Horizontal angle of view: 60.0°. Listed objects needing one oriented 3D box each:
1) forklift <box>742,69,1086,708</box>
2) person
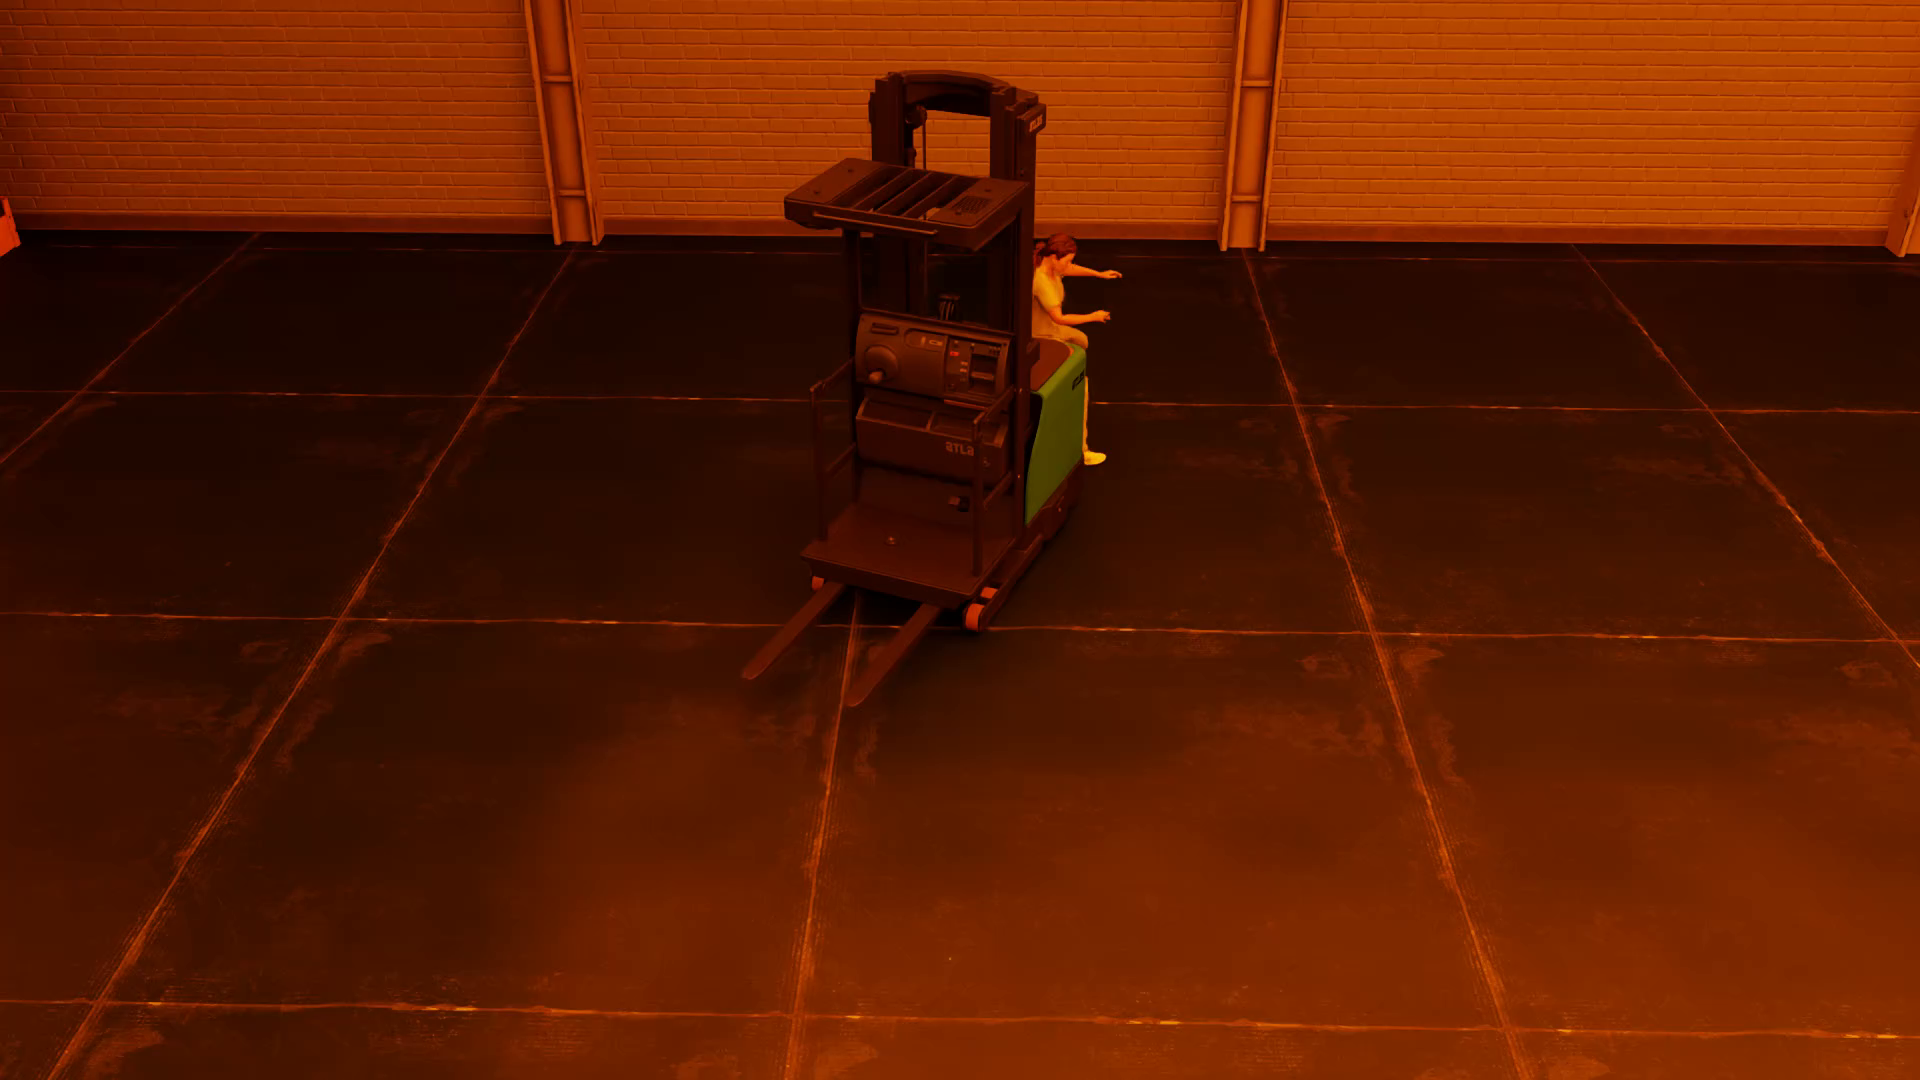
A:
[{"bbox_3d":[-0.246,-0.979,9.274,1.130,2.935,3.031,13,33,20],"label":"forklift"},{"bbox_3d":[0.760,-1.434,11.497,0.651,1.451,1.172,5,31,8],"label":"person"}]
